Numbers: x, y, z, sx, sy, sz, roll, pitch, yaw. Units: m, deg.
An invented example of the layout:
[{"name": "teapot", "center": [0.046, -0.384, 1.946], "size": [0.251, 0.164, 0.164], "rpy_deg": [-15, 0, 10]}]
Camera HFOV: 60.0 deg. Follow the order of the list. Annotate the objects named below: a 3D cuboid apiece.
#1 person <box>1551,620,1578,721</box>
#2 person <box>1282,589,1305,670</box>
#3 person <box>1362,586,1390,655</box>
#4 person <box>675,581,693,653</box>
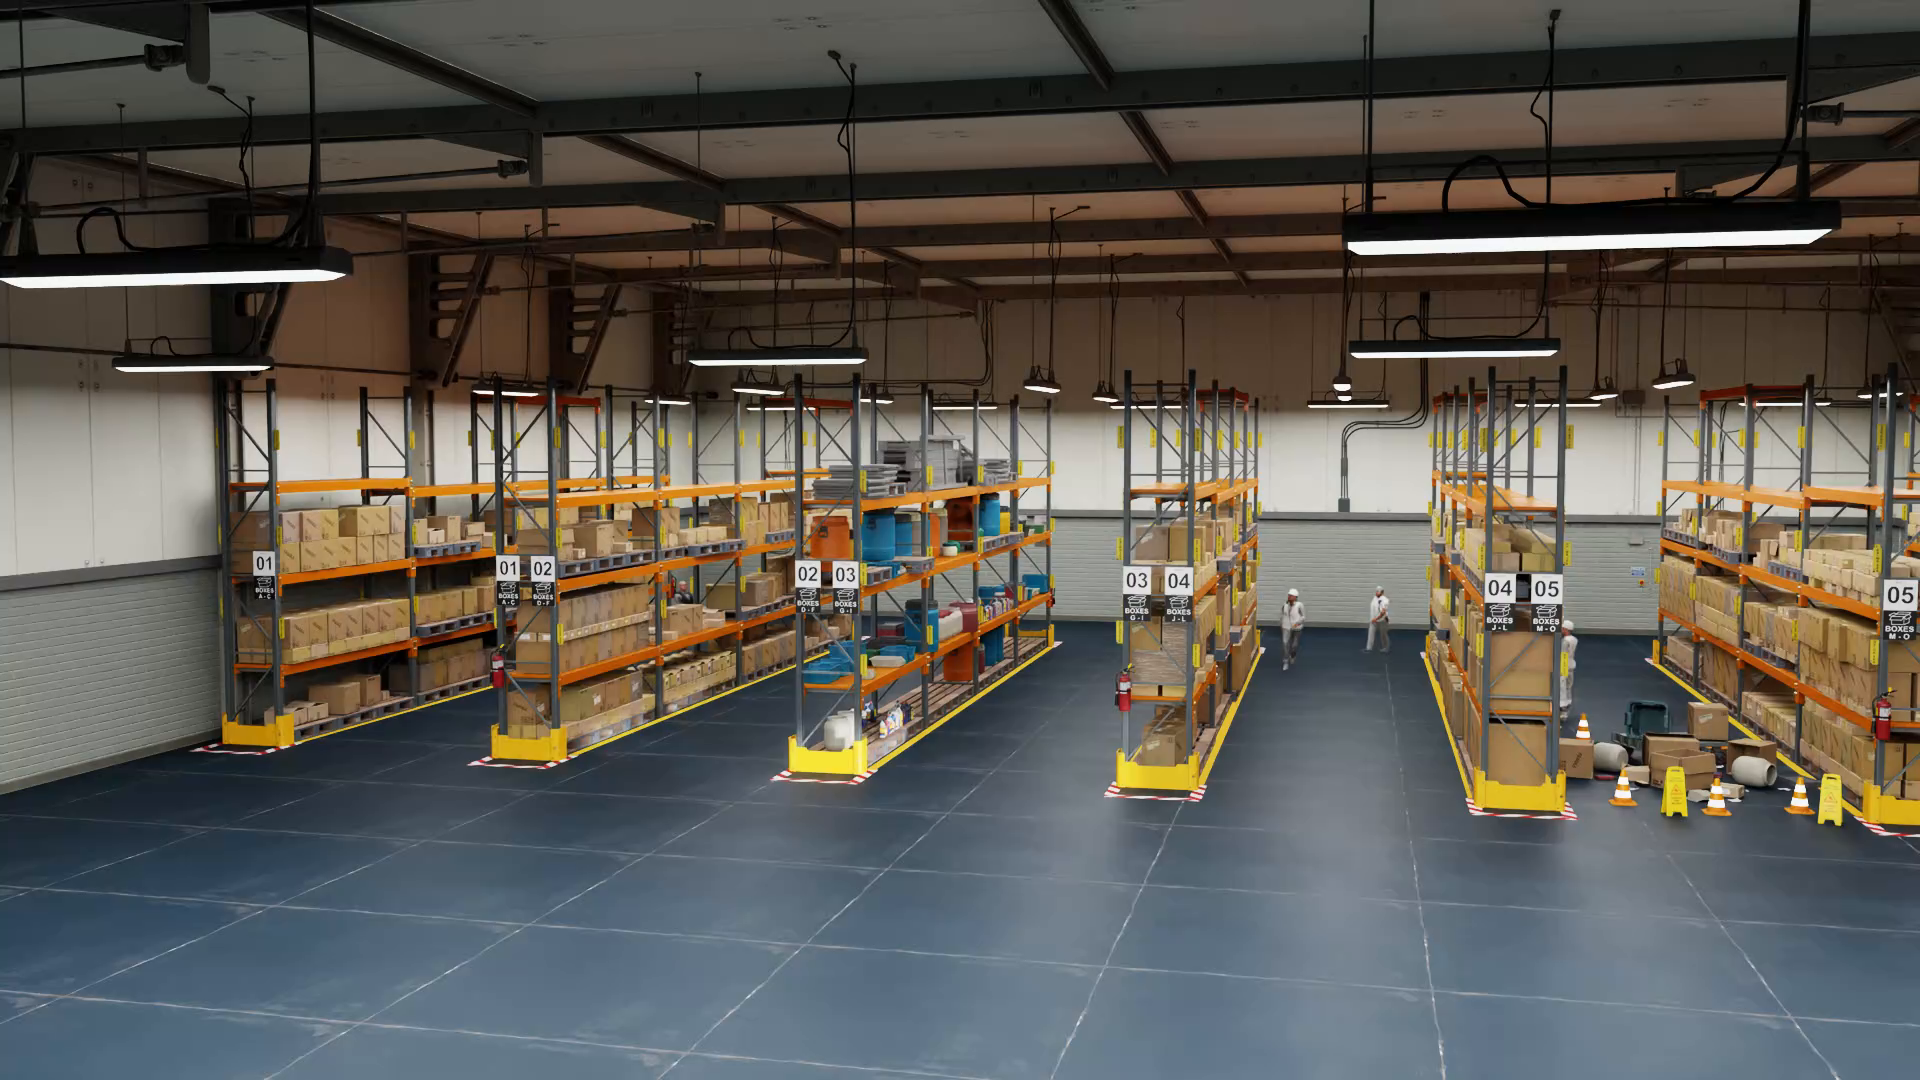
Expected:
[{"name": "person", "center": [10.792, 2.322, 29.881], "size": [0.570, 1.787, 0.579], "rpy_deg": [-2, 4, -29]}, {"name": "person", "center": [7.336, 1.948, 36.612], "size": [0.528, 1.754, 0.992], "rpy_deg": [1, 4, 13]}, {"name": "person", "center": [9.711, 1.860, 38.678], "size": [0.505, 1.586, 1.081], "rpy_deg": [3, 5, 43]}, {"name": "person", "center": [-6.410, 1.835, 38.807], "size": [0.417, 1.753, 0.559], "rpy_deg": [1, 4, 20]}]
